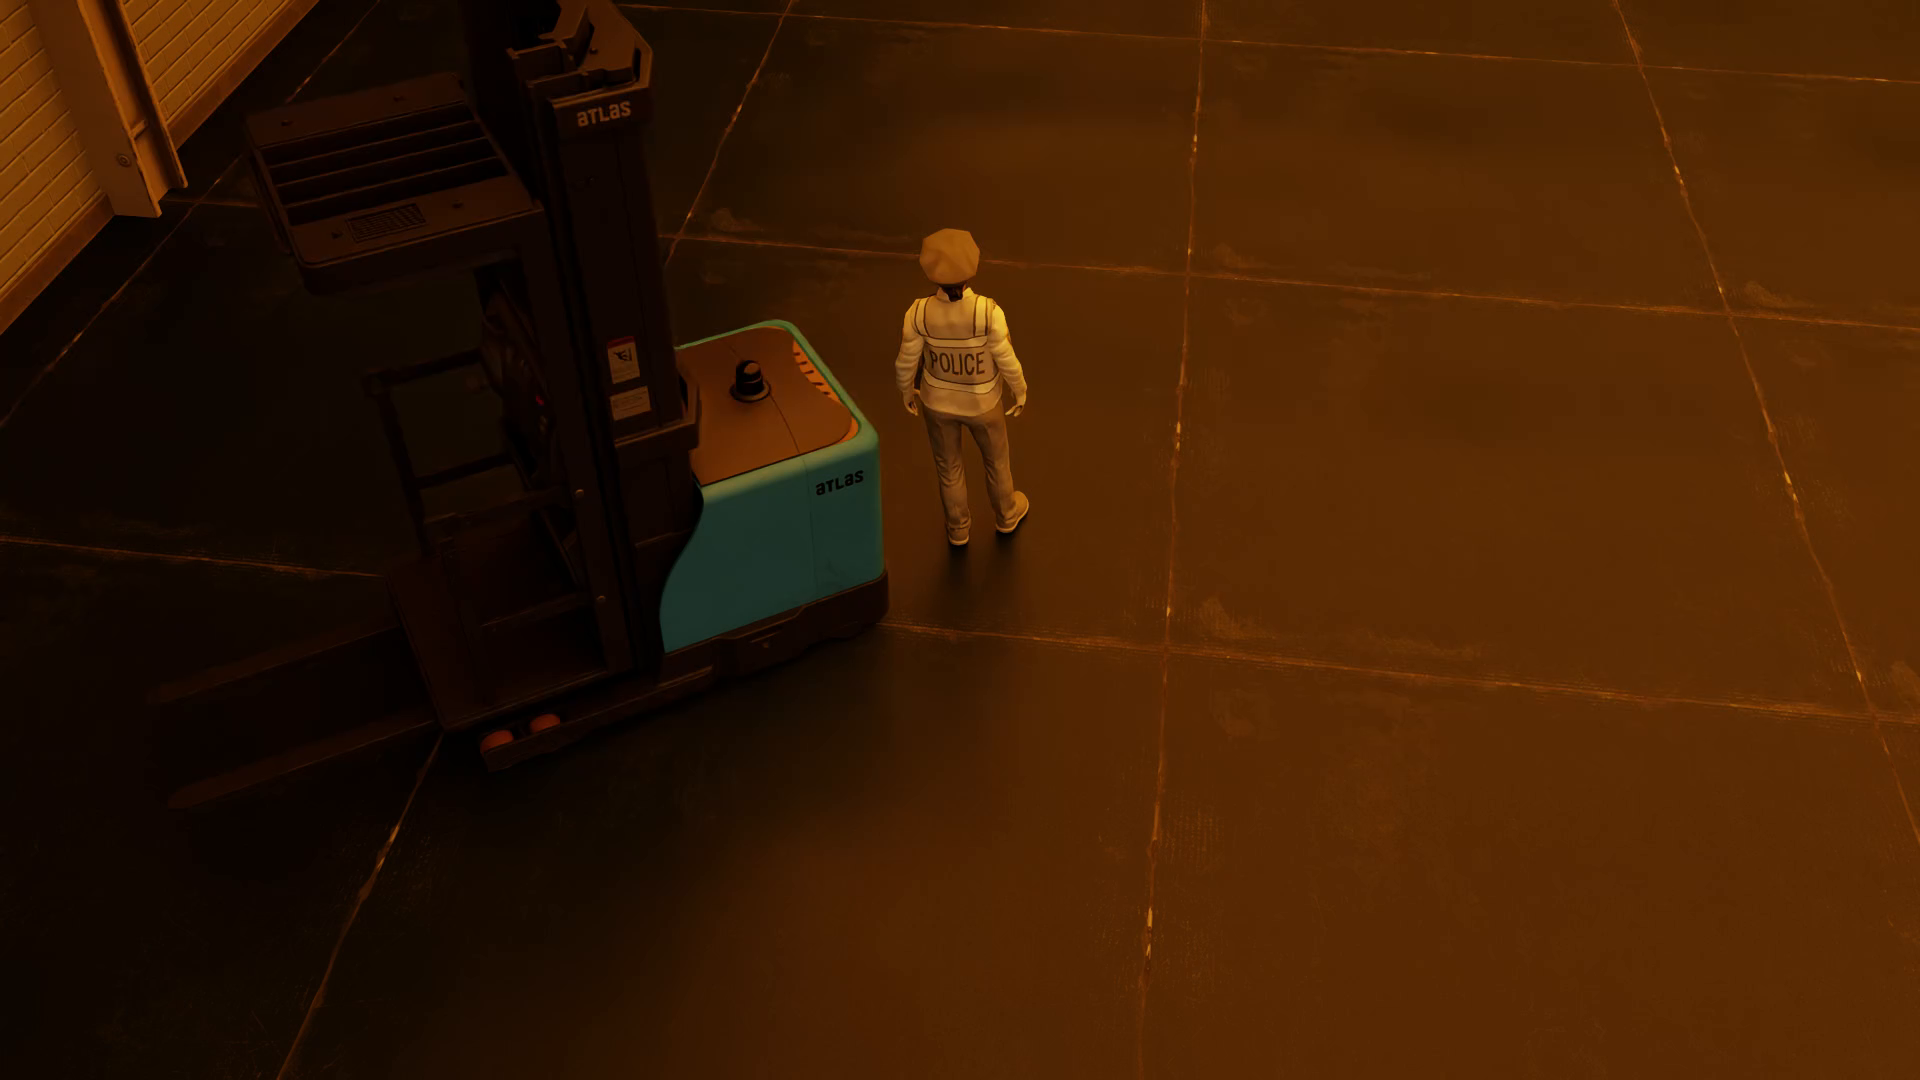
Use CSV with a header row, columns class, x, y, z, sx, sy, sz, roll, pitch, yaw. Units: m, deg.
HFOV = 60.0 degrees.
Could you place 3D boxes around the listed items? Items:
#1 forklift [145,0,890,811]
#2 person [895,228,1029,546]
class,x,y,z,sx,sy,sz,roll,pitch,yaw
forklift,-1.864,-0.543,6.316,3.031,2.935,1.130,-19,46,-20
person,0.016,-0.675,7.363,0.586,1.694,0.530,5,43,6
